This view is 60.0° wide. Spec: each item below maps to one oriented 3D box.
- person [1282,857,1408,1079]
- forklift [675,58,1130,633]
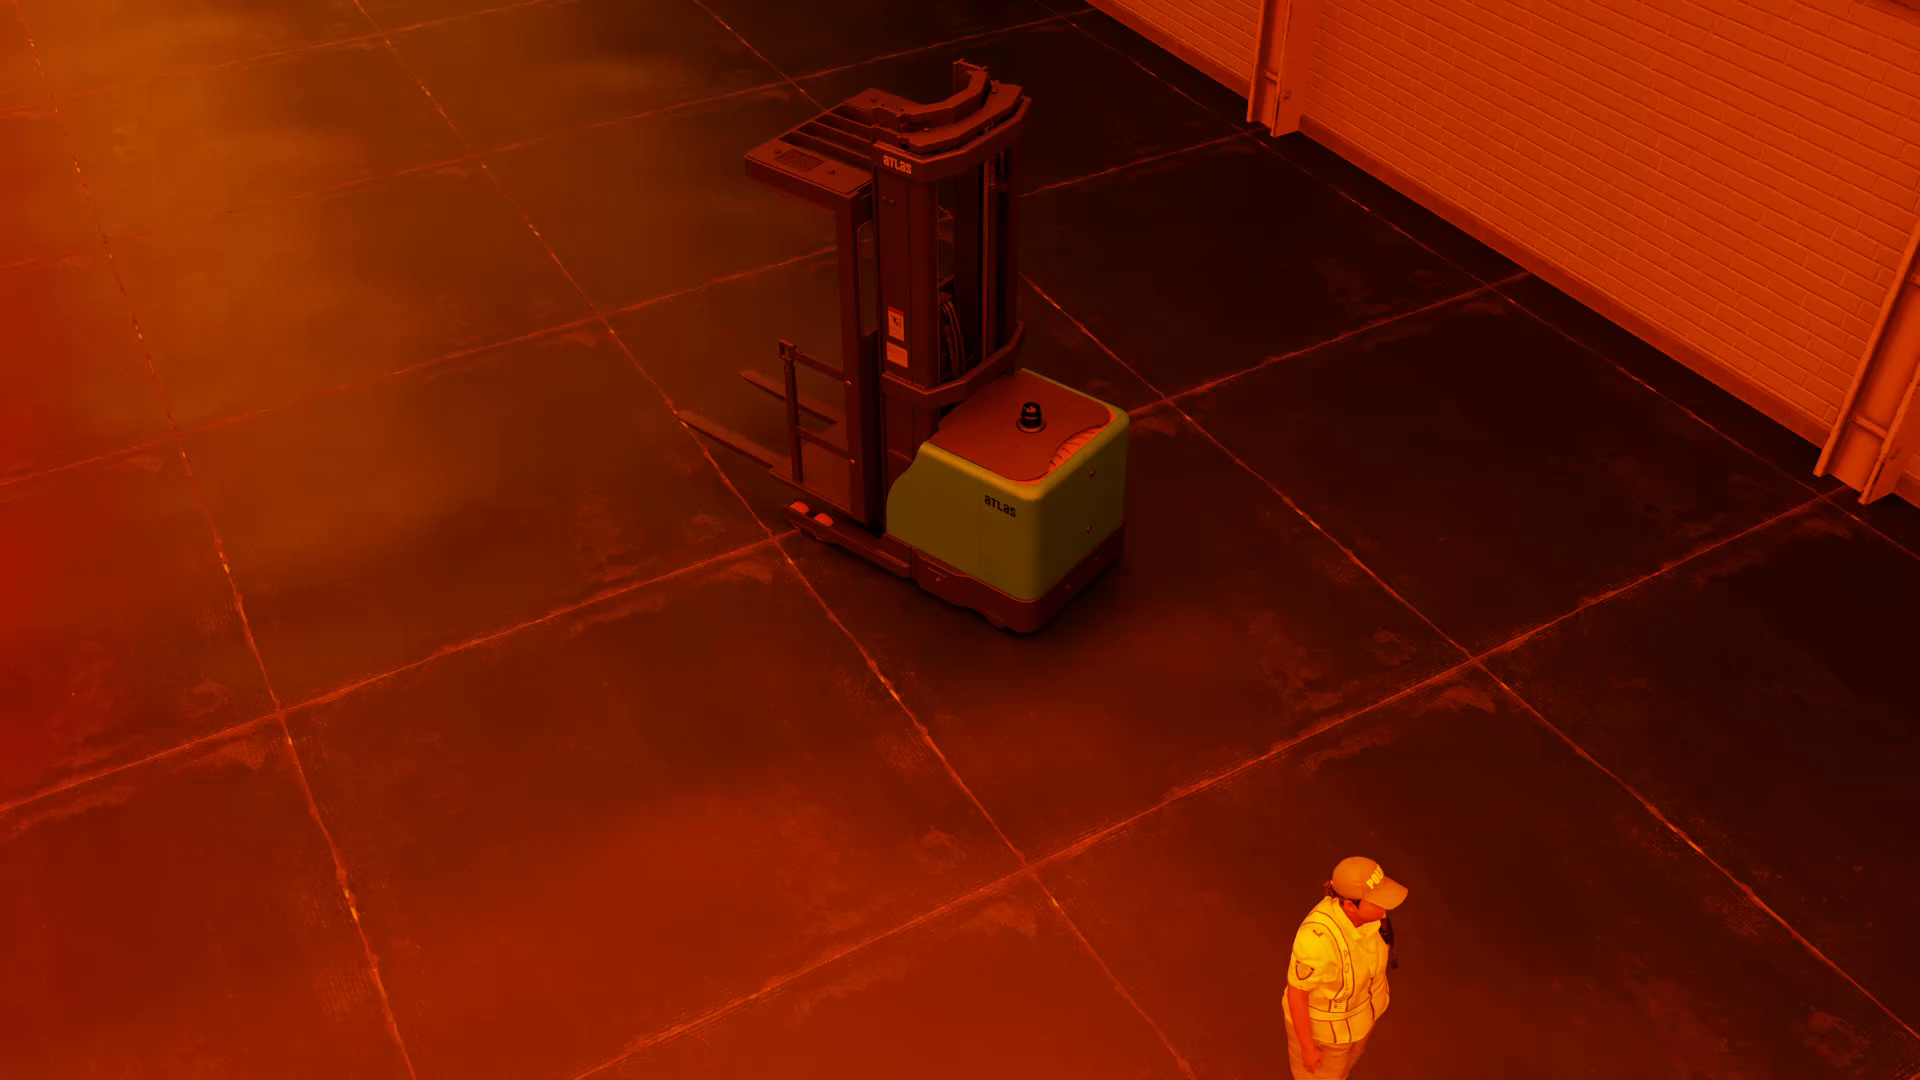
[{"bbox_3d":[1.560,1.942,6.674,0.527,1.670,0.598,31,49,32],"label":"person"},{"bbox_3d":[-0.481,-1.366,9.683,3.031,2.935,1.130,26,46,28],"label":"forklift"}]
